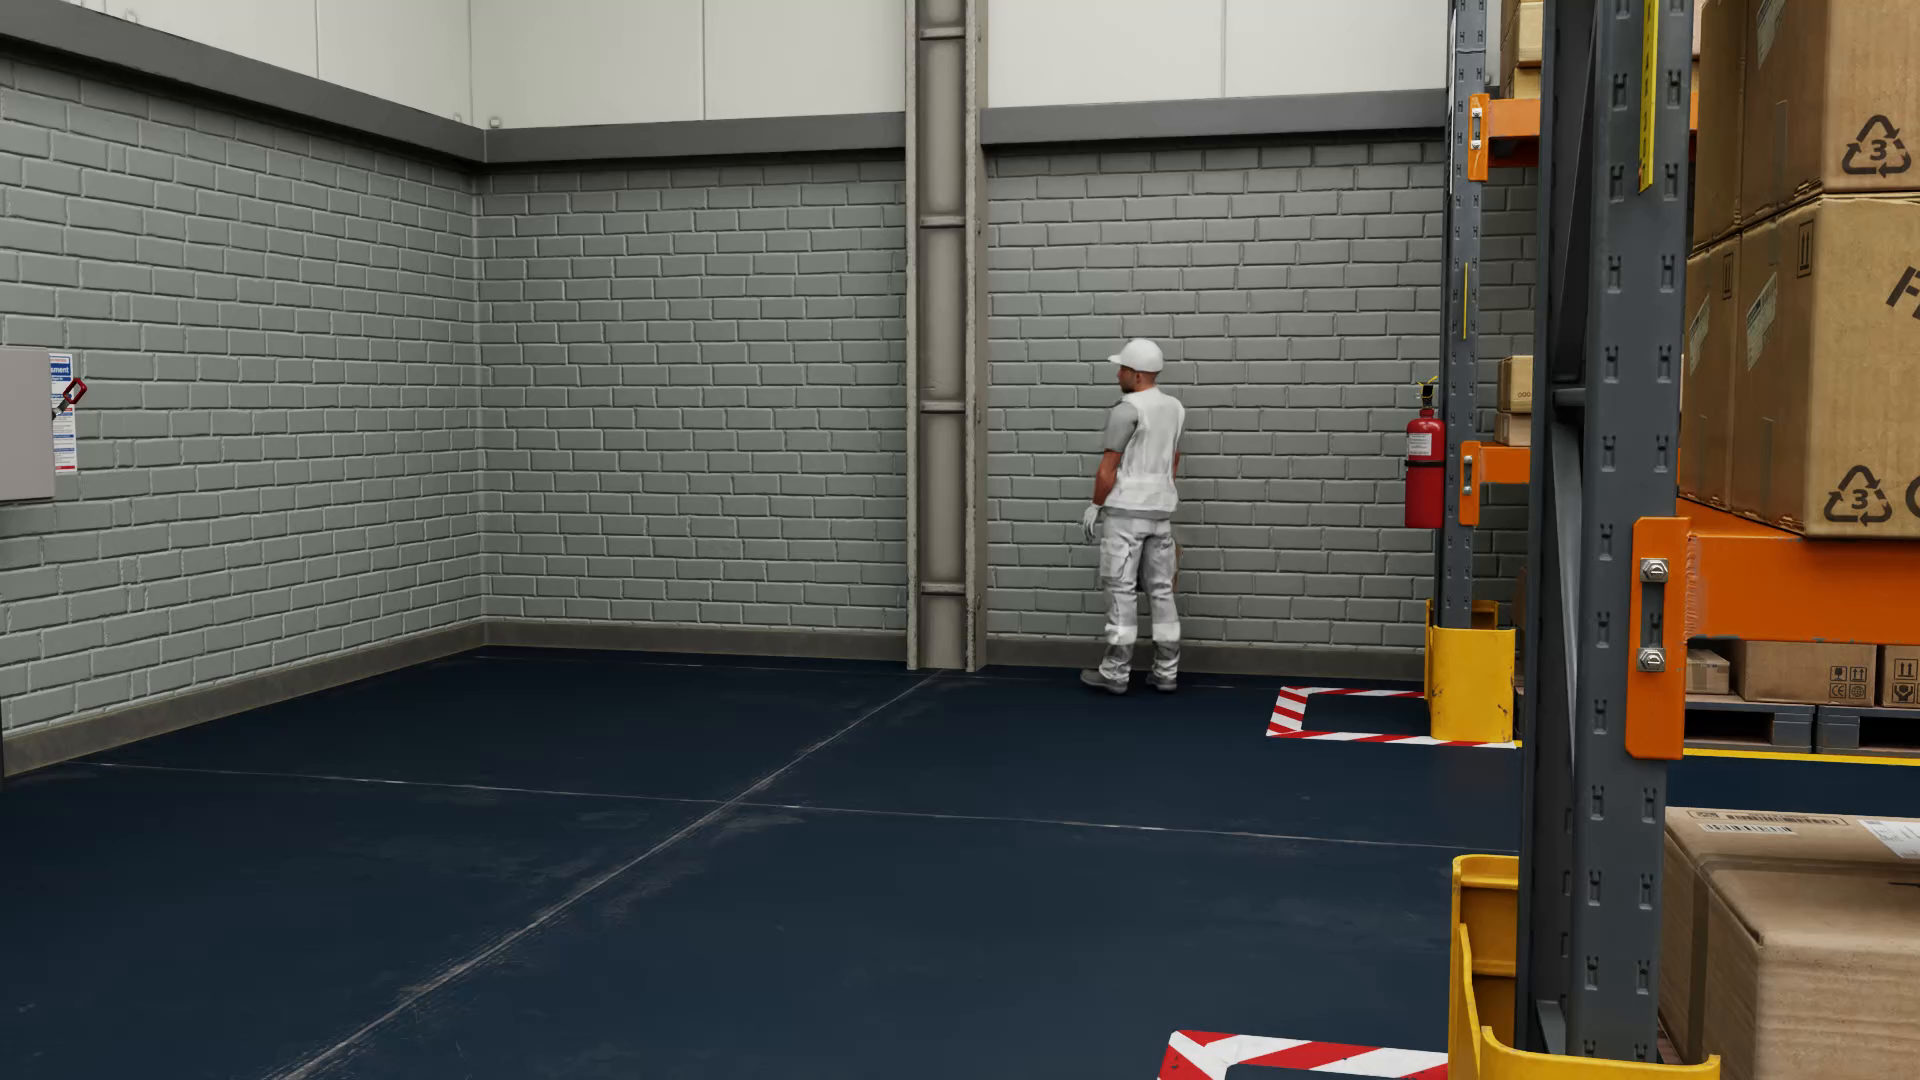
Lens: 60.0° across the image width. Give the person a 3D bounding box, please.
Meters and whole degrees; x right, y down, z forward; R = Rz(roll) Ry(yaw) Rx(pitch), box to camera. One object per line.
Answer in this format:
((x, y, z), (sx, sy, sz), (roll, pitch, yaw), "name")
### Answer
((0.882, -0.099, 8.504), (0.572, 1.749, 0.470), (-4, 6, -41), "person")
